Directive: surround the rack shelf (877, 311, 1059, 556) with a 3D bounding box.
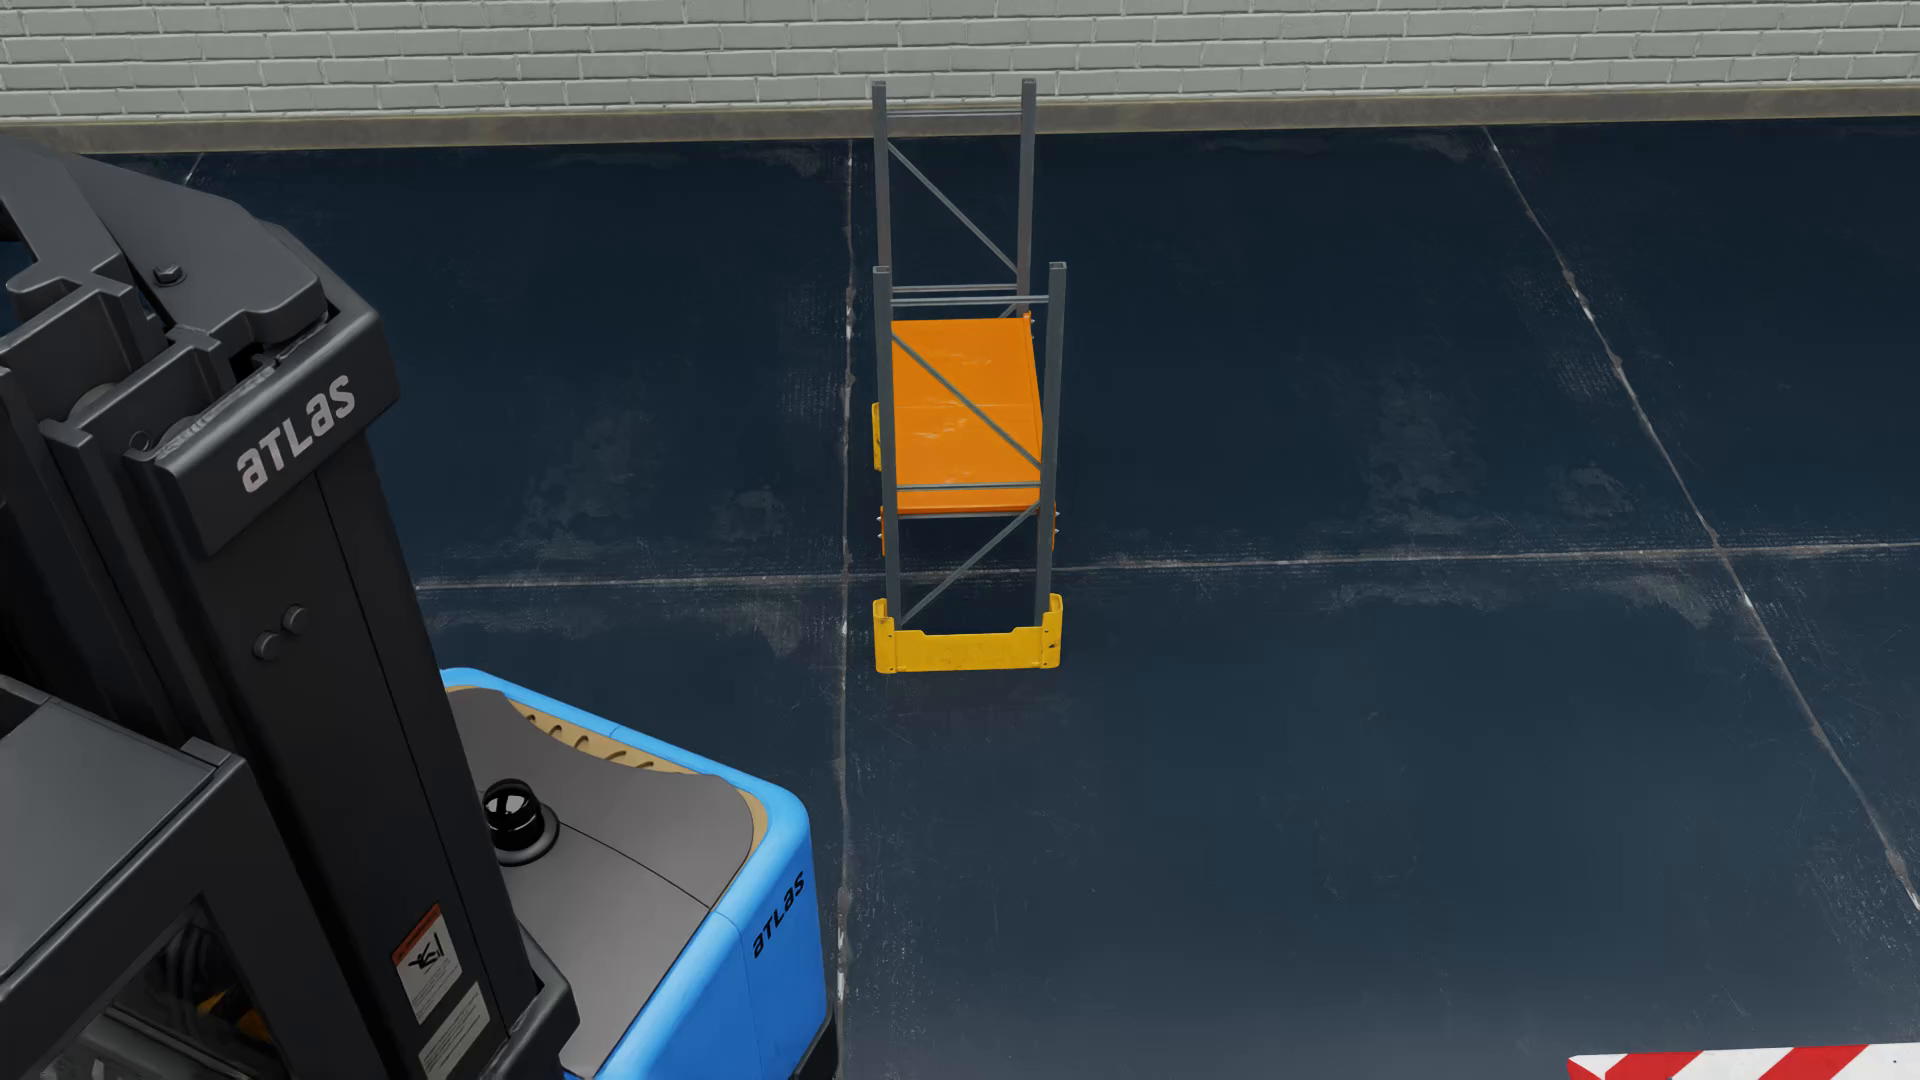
[{"bbox_3d":[0.004,-0.363,5.302,0.538,0.185,1.000,-2,43,-2],"label":"rack shelf"}]

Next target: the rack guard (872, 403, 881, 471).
[{"bbox_3d":[-0.018,-0.377,5.976,0.587,0.250,0.087,-2,43,-2],"label":"rack guard"}]

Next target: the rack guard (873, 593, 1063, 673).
[{"bbox_3d":[0.024,0.296,5.243,0.587,0.250,0.087,-2,43,-2],"label":"rack guard"}]

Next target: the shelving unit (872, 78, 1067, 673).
[{"bbox_3d":[0.003,-0.501,5.187,0.587,1.500,1.083,-2,43,-2],"label":"shelving unit"}]

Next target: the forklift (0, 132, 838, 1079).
[{"bbox_3d":[-1.396,1.024,2.463,1.130,2.935,3.031,18,45,18],"label":"forklift"}]

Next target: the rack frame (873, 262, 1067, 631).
[{"bbox_3d":[0.025,-0.152,4.806,0.500,1.500,0.032,-2,43,-2],"label":"rack frame"}]

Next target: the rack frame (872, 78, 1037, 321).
[{"bbox_3d":[-0.018,-0.838,5.555,0.500,1.500,0.032,-2,43,-2],"label":"rack frame"}]
